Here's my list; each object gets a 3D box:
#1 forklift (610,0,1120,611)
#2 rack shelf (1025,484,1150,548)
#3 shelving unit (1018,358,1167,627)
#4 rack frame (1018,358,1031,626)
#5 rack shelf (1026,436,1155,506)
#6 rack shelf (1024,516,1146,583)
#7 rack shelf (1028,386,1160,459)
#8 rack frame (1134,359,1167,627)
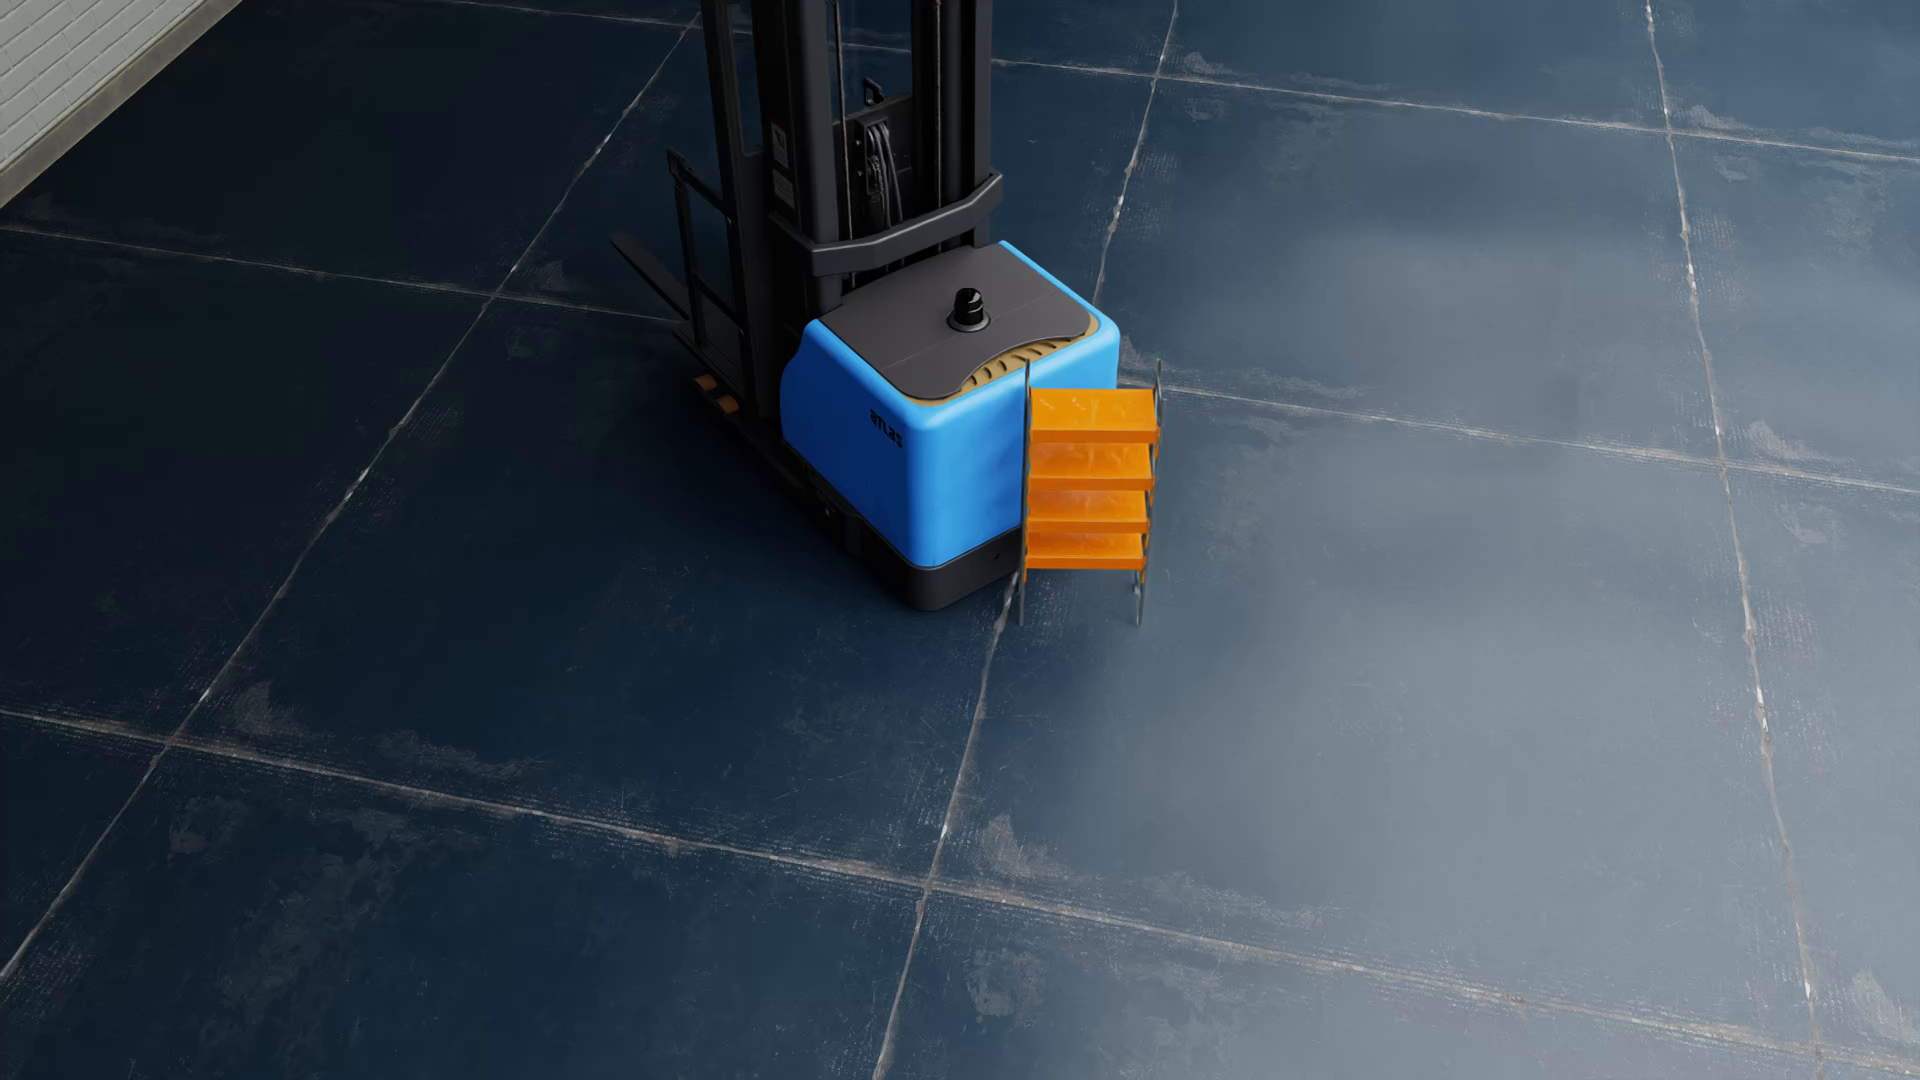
[{"bbox_3d":[-0.627,-1.744,6.909,1.130,2.935,3.031,-27,50,-25],"label":"forklift"},{"bbox_3d":[0.496,-0.110,6.556,0.480,0.148,0.258,0,44,0],"label":"rack shelf"},{"bbox_3d":[0.496,-0.159,6.510,0.503,1.200,0.258,0,44,0],"label":"shelving unit"},{"bbox_3d":[0.252,-0.160,6.511,0.015,1.200,0.240,0,44,0],"label":"rack frame"},{"bbox_3d":[0.496,-0.271,6.401,0.480,0.148,0.258,0,44,0],"label":"rack shelf"},{"bbox_3d":[0.496,0.033,6.694,0.480,0.148,0.258,0,44,0],"label":"rack shelf"},{"bbox_3d":[0.496,-0.442,6.237,0.480,0.148,0.258,0,44,0],"label":"rack shelf"},{"bbox_3d":[0.740,-0.157,6.508,0.015,1.200,0.240,0,44,0],"label":"rack frame"}]
